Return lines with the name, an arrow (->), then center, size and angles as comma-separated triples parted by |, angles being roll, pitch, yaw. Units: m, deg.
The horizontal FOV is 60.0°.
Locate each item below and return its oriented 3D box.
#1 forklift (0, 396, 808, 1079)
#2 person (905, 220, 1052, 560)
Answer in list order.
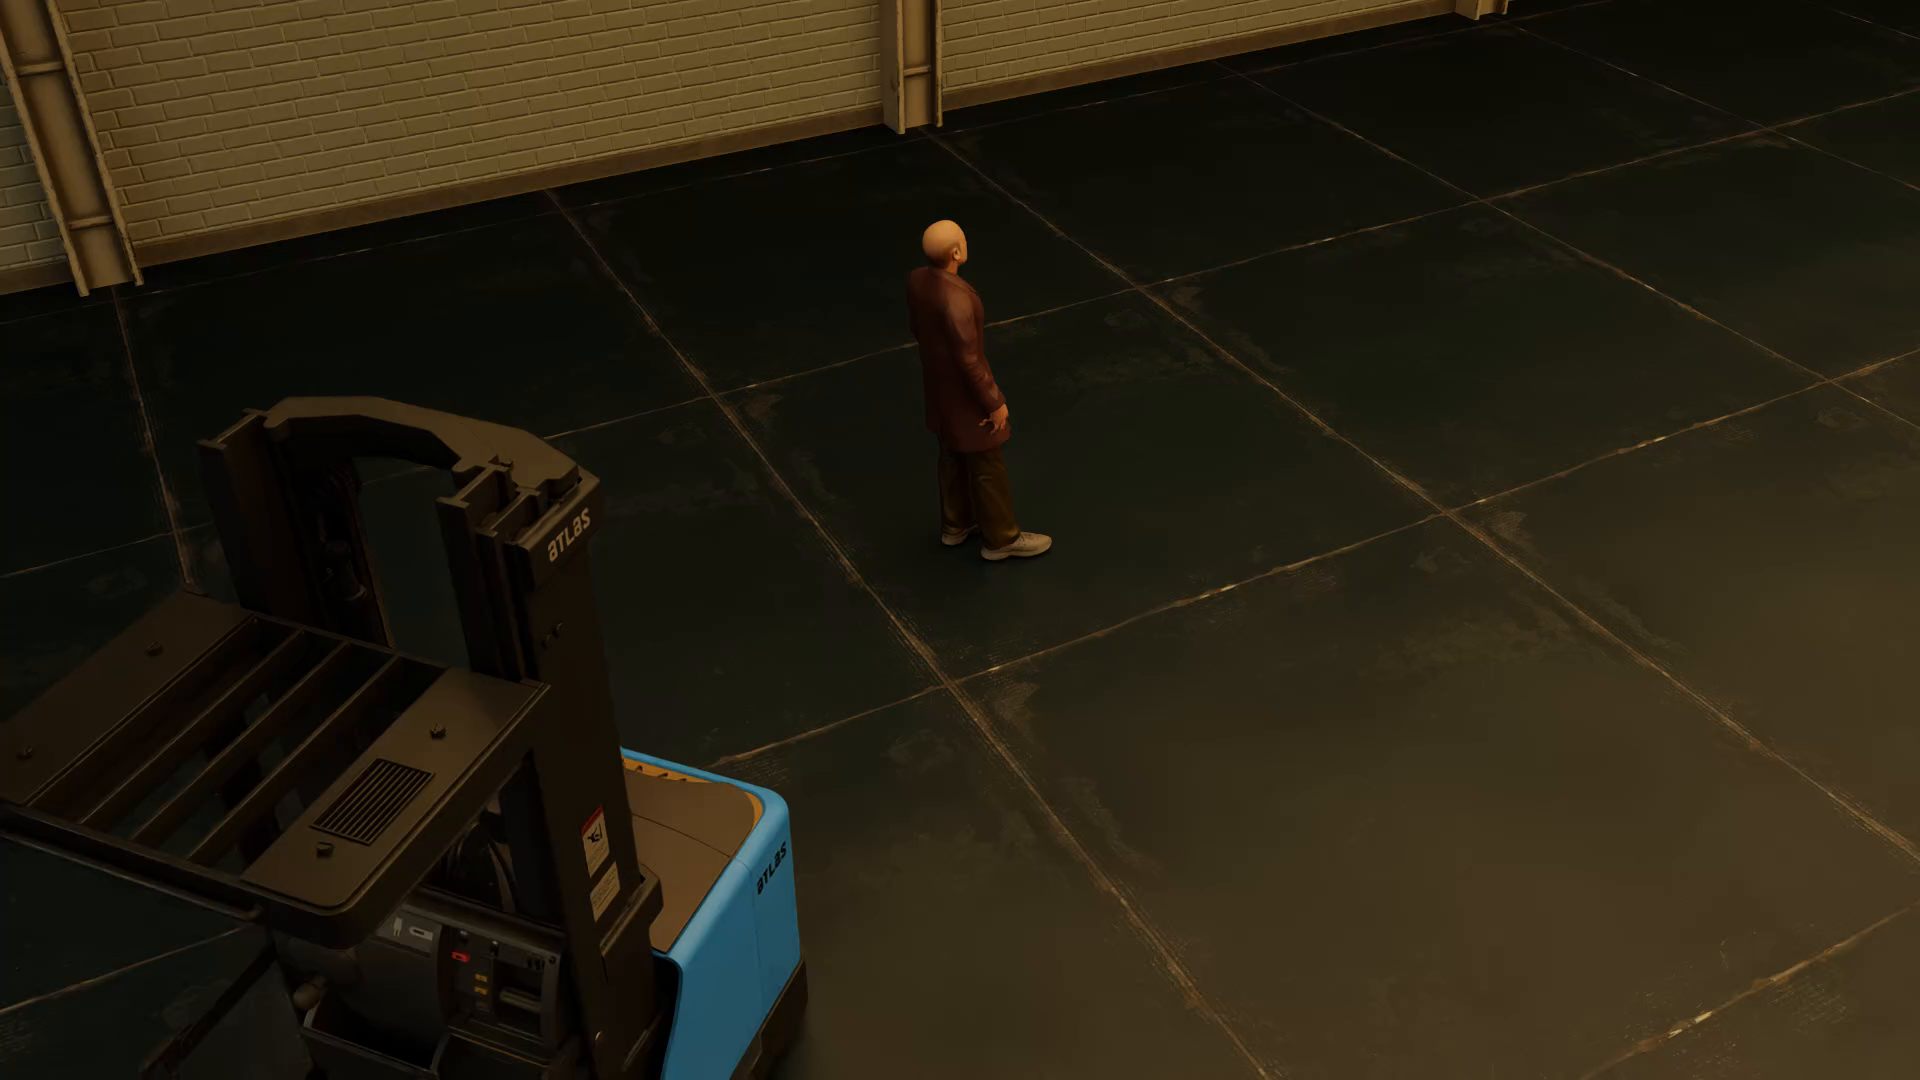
forklift -> -1.567, 1.227, 4.387 | 1.130, 2.935, 3.031 | 13, 37, 17
person -> 0.083, -0.755, 8.177 | 0.579, 1.777, 0.698 | -17, 39, -23
